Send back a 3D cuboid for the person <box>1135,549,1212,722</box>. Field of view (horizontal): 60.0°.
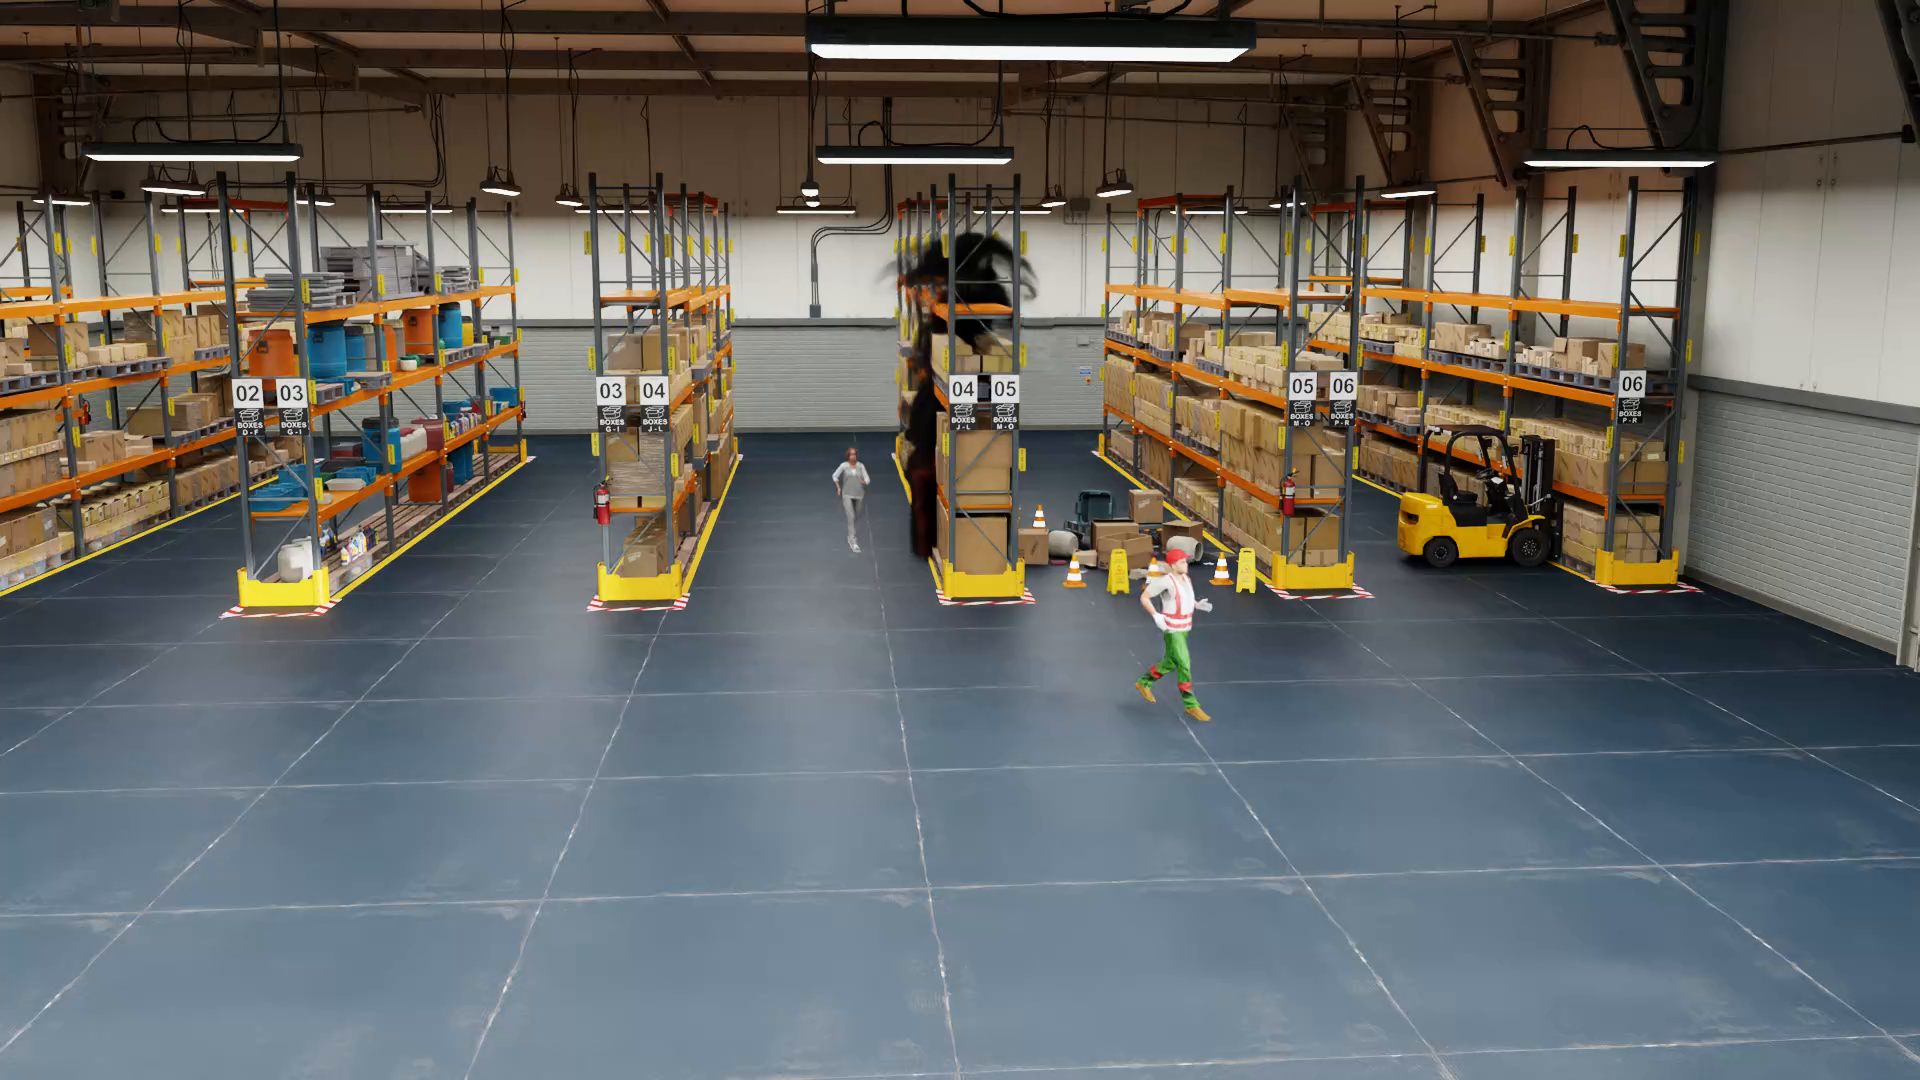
[{"bbox_3d":[2.308,0.983,17.890,0.979,1.807,0.651,7,12,35],"label":"person"}]

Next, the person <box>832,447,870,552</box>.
[{"bbox_3d":[-1.678,-0.643,25.994,0.538,1.614,0.830,-4,11,-20],"label":"person"}]
